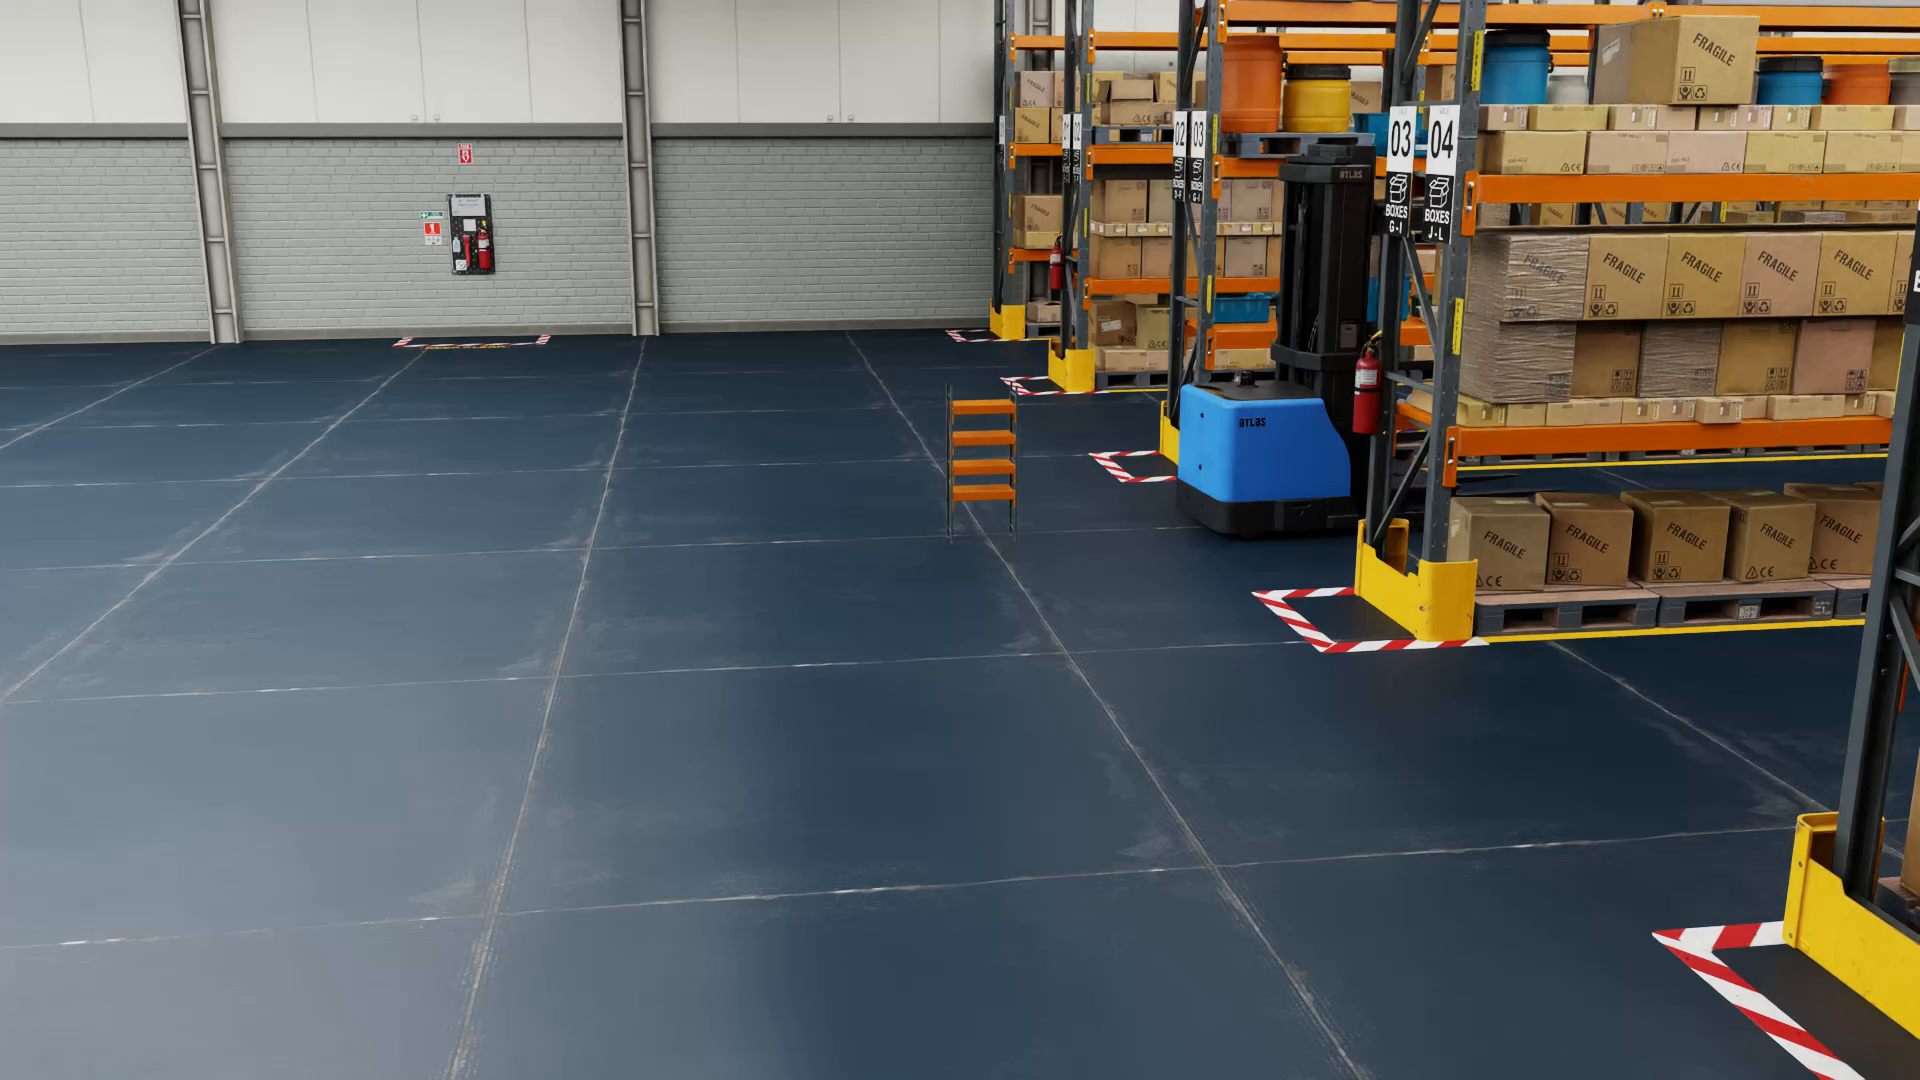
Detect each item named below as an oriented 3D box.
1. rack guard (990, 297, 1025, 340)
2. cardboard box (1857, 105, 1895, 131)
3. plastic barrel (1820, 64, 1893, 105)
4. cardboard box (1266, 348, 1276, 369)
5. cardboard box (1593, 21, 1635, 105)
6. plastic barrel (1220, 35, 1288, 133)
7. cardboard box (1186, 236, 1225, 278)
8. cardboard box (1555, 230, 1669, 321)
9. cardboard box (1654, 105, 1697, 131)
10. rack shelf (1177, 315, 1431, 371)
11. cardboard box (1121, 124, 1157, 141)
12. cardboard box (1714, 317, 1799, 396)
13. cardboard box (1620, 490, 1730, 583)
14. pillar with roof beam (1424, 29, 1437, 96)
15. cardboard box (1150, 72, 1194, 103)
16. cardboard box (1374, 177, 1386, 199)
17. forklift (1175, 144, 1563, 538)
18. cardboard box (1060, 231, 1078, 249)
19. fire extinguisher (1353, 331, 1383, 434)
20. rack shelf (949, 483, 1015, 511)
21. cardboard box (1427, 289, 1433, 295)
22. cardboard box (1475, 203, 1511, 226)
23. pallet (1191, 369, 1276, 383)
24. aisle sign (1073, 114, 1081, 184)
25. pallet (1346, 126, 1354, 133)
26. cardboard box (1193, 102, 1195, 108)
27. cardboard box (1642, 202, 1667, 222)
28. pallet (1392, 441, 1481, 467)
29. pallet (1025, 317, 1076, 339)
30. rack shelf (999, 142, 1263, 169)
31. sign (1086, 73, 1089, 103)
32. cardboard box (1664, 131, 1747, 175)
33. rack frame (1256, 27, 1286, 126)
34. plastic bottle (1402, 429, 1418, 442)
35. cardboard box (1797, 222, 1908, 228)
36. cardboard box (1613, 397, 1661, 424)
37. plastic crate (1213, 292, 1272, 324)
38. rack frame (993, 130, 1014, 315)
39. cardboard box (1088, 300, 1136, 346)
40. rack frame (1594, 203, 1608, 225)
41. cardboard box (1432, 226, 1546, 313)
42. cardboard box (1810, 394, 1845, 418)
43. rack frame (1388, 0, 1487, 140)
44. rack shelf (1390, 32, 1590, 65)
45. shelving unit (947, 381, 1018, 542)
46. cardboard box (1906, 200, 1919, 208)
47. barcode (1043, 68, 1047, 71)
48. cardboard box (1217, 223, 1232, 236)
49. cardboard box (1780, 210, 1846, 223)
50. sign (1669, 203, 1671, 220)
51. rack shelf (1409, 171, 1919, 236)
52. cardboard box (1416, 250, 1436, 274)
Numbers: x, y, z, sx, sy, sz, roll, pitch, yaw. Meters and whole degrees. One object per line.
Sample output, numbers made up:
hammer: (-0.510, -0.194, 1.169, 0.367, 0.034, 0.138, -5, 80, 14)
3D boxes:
rack guard: (0.711, -3.335, 24.990, 0.348, 0.500, 1.175, -2, 14, -8)
cardboard box: (5.478, -2.584, 10.180, 0.250, 0.149, 0.380, -2, 14, -6)
plastic barrel: (8.531, -4.113, 15.907, 0.708, 0.830, 0.600, -2, 14, -8)
cardboard box: (3.919, -2.261, 20.360, 0.500, 0.250, 0.500, -2, 14, -8)
cardboard box: (4.344, -2.977, 10.415, 0.500, 0.500, 0.500, -2, 14, -8)
plastic barrel: (2.573, -4.076, 14.897, 0.708, 0.830, 0.600, -2, 14, -8)
cardboard box: (2.851, -3.452, 20.114, 0.500, 0.500, 0.700, -2, 14, -8)
cardboard box: (3.929, -1.618, 10.136, 0.500, 0.500, 0.500, -2, 14, -8)
cardboard box: (4.179, -2.525, 9.947, 0.250, 0.149, 0.380, -2, 14, -8)
rack shelf: (4.089, -1.885, 15.550, 4.000, 0.370, 1.077, -2, 14, -8)
cardboard box: (2.579, -6.065, 24.324, 0.500, 0.500, 0.500, -1, 14, -5)
cardboard box: (4.871, -1.246, 10.706, 0.500, 0.500, 0.875, -2, 14, -8)
cardboard box: (4.677, -0.028, 10.941, 0.500, 0.500, 0.500, -1, 14, -3)
pillar with roof beam: (7.773, -6.869, 21.614, 0.400, 9.000, 9.100, -2, 14, -8)
cardboard box: (3.081, -6.560, 24.245, 0.500, 0.500, 0.500, -3, 14, -10)
cardboard box: (4.895, -4.158, 20.262, 0.500, 0.500, 0.700, -2, 14, -8)
forklift: (6.552, 0.441, 4.940, 5.386, 2.935, 18.991, -3, 14, -13)
cardboard box: (1.677, -4.445, 24.546, 0.500, 0.250, 0.500, -3, 14, -10)
fire extinguisher: (2.668, -1.039, 10.857, 0.183, 0.674, 0.296, -2, 14, -8)
rack shelf: (0.164, -0.330, 12.664, 0.480, 0.148, 0.258, -2, 14, -8)
cardboard box: (7.315, -3.806, 25.965, 0.500, 0.500, 0.700, -2, 14, -8)
cardboard box: (8.083, -5.077, 25.688, 0.500, 0.500, 0.700, -4, 15, -15)
pallet: (3.331, -2.082, 20.588, 1.213, 0.211, 1.003, -2, 14, -8)
aisle sign: (1.358, -4.538, 19.305, 0.004, 0.787, 0.394, -2, 14, -8)
pallet: (4.493, -4.873, 20.000, 1.213, 0.211, 1.003, -2, 14, -8)
cardboard box: (3.027, -5.161, 20.002, 0.500, 0.311, 0.500, 0, 14, -2)
cardboard box: (10.589, -5.048, 25.825, 0.500, 0.500, 0.500, -2, 14, -7)
pallet: (4.188, -0.894, 15.854, 1.213, 0.211, 1.003, -2, 14, -8)
pallet: (1.519, -3.215, 25.109, 1.213, 0.211, 1.003, -2, 14, -8)
rack shelf: (2.613, -5.723, 24.687, 4.000, 0.370, 1.077, -2, 14, -8)
sign: (1.454, -5.136, 18.911, 0.005, 0.325, 0.100, -2, 14, -8)
cardboard box: (4.364, -2.344, 10.046, 0.500, 0.250, 0.500, -2, 14, -9)
rack frame: (4.591, -7.599, 24.524, 0.127, 3.000, 1.000, -2, 14, -8)
plastic bottle: (4.177, -1.052, 15.428, 0.133, 0.283, 0.061, -2, 14, -7)
cardboard box: (5.828, -1.819, 10.936, 0.500, 0.500, 0.500, -2, 14, -8)
cardboard box: (4.159, -0.832, 10.390, 0.250, 0.149, 0.380, -2, 14, -8)
plastic crate: (2.562, -2.179, 15.551, 0.616, 0.251, 0.499, -2, 14, -8)
rack frame: (0.636, -4.544, 24.675, 0.127, 3.000, 1.000, -2, 14, -8)
cardboard box: (1.863, -2.678, 20.480, 0.500, 0.500, 0.500, -2, 14, -8)
rack frame: (6.067, -2.305, 15.748, 0.053, 2.616, 0.949, -2, 14, -8)
cardboard box: (3.356, -1.727, 10.569, 0.500, 0.500, 0.500, -2, 14, -8)
cardboard box: (5.392, -0.881, 10.585, 0.250, 0.149, 0.380, -2, 14, -8)
rack frame: (2.849, -3.880, 9.693, 0.127, 3.000, 1.000, -2, 14, -8)
rack shelf: (7.310, -5.937, 20.198, 4.000, 0.370, 1.077, -2, 14, -8)
shelving unit: (0.166, -0.588, 12.600, 0.499, 1.200, 0.258, -2, 14, -8)
cardboard box: (15.236, -5.220, 26.752, 0.700, 0.700, 0.980, -2, 14, -9)
barcode: (1.263, -6.970, 24.686, 0.075, 0.075, 0.001, -2, 14, -8)
cardboard box: (3.071, -3.726, 19.872, 0.250, 0.149, 0.380, -2, 14, -9)
cardboard box: (10.827, -3.932, 21.165, 0.500, 0.500, 0.700, 1, 14, 2)
sign: (9.198, -4.296, 21.469, 0.005, 0.325, 0.100, -2, 14, -8)
rack shelf: (4.827, -2.148, 10.434, 4.000, 0.370, 1.077, -2, 14, -8)
cardboard box: (5.813, -3.453, 20.634, 0.500, 0.250, 0.500, -1, 14, -5)
